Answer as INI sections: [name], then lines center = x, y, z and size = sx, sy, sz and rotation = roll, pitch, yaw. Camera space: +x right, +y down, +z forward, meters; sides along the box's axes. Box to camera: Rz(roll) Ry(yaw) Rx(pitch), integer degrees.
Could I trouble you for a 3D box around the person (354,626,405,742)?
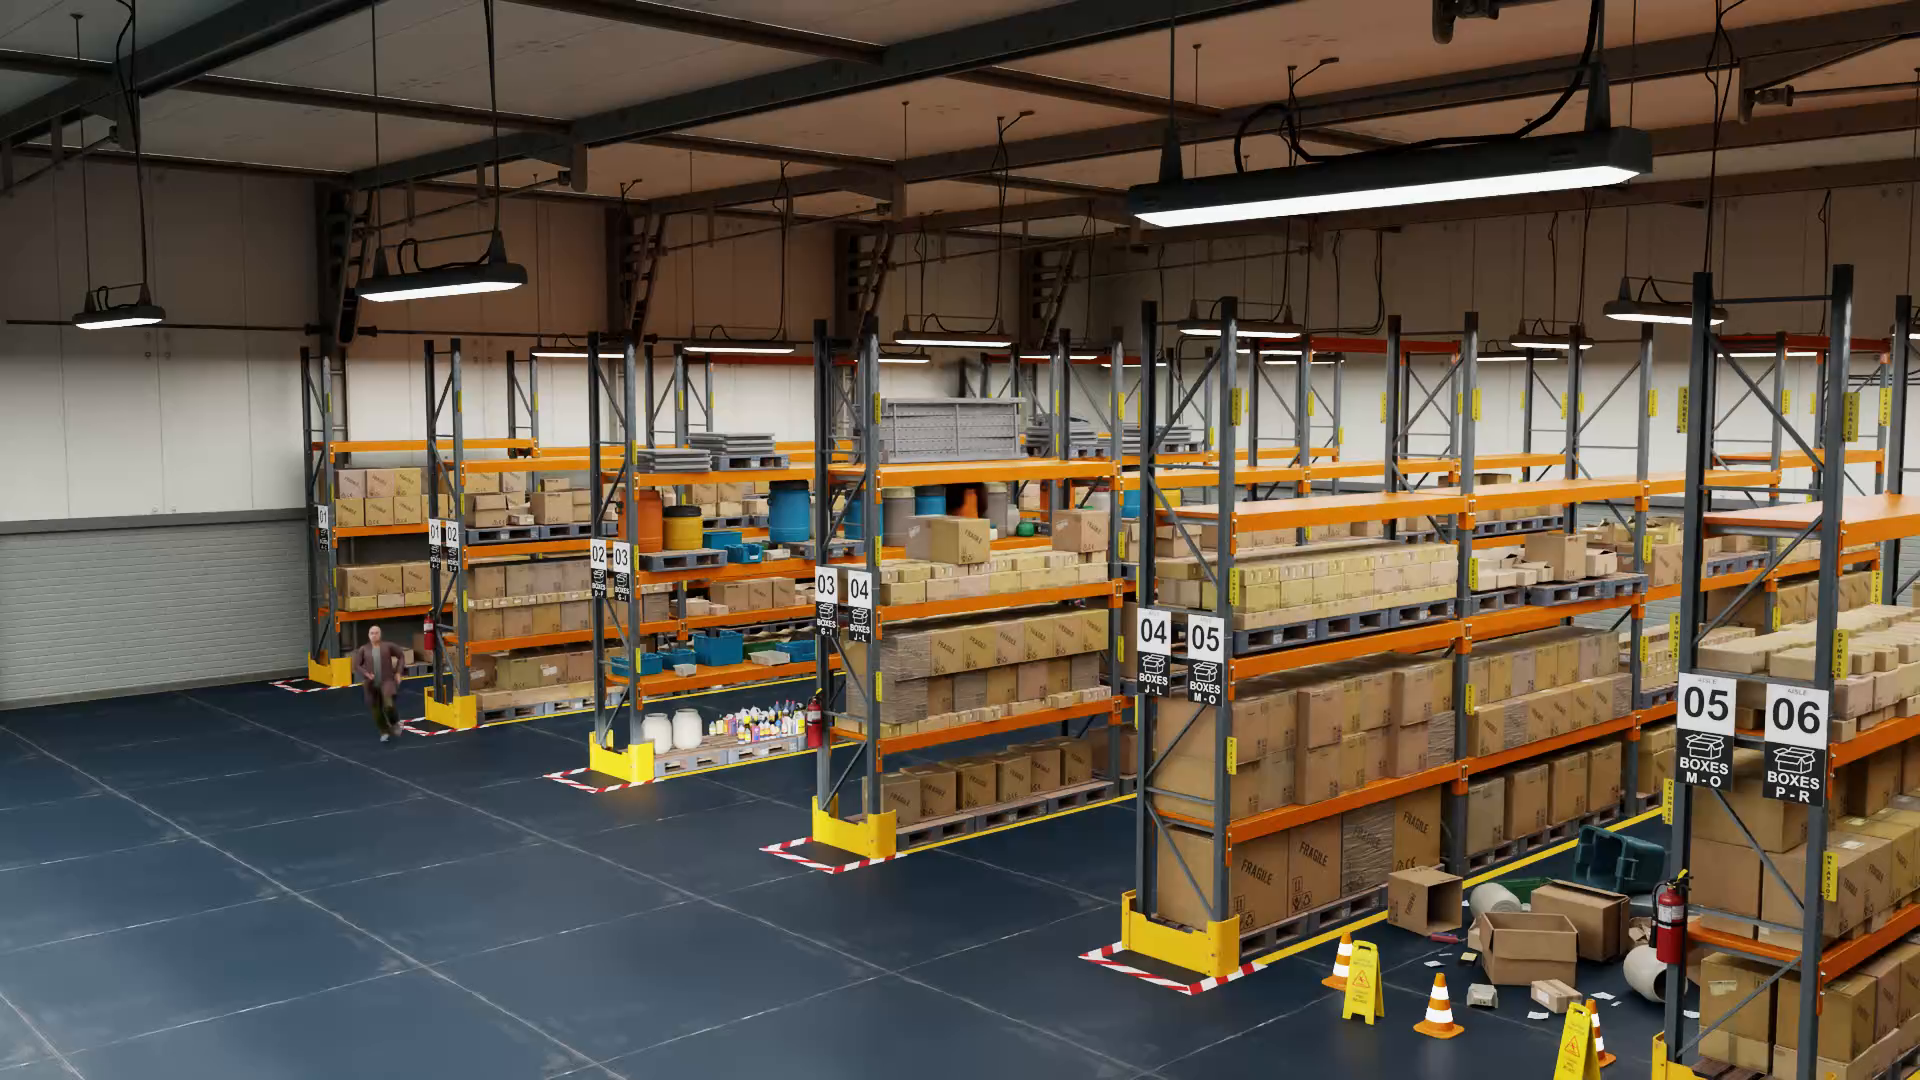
[person]
center = -8.601, 2.139, 24.617
size = 0.698, 1.729, 0.608
rotation = -1, 5, -12
